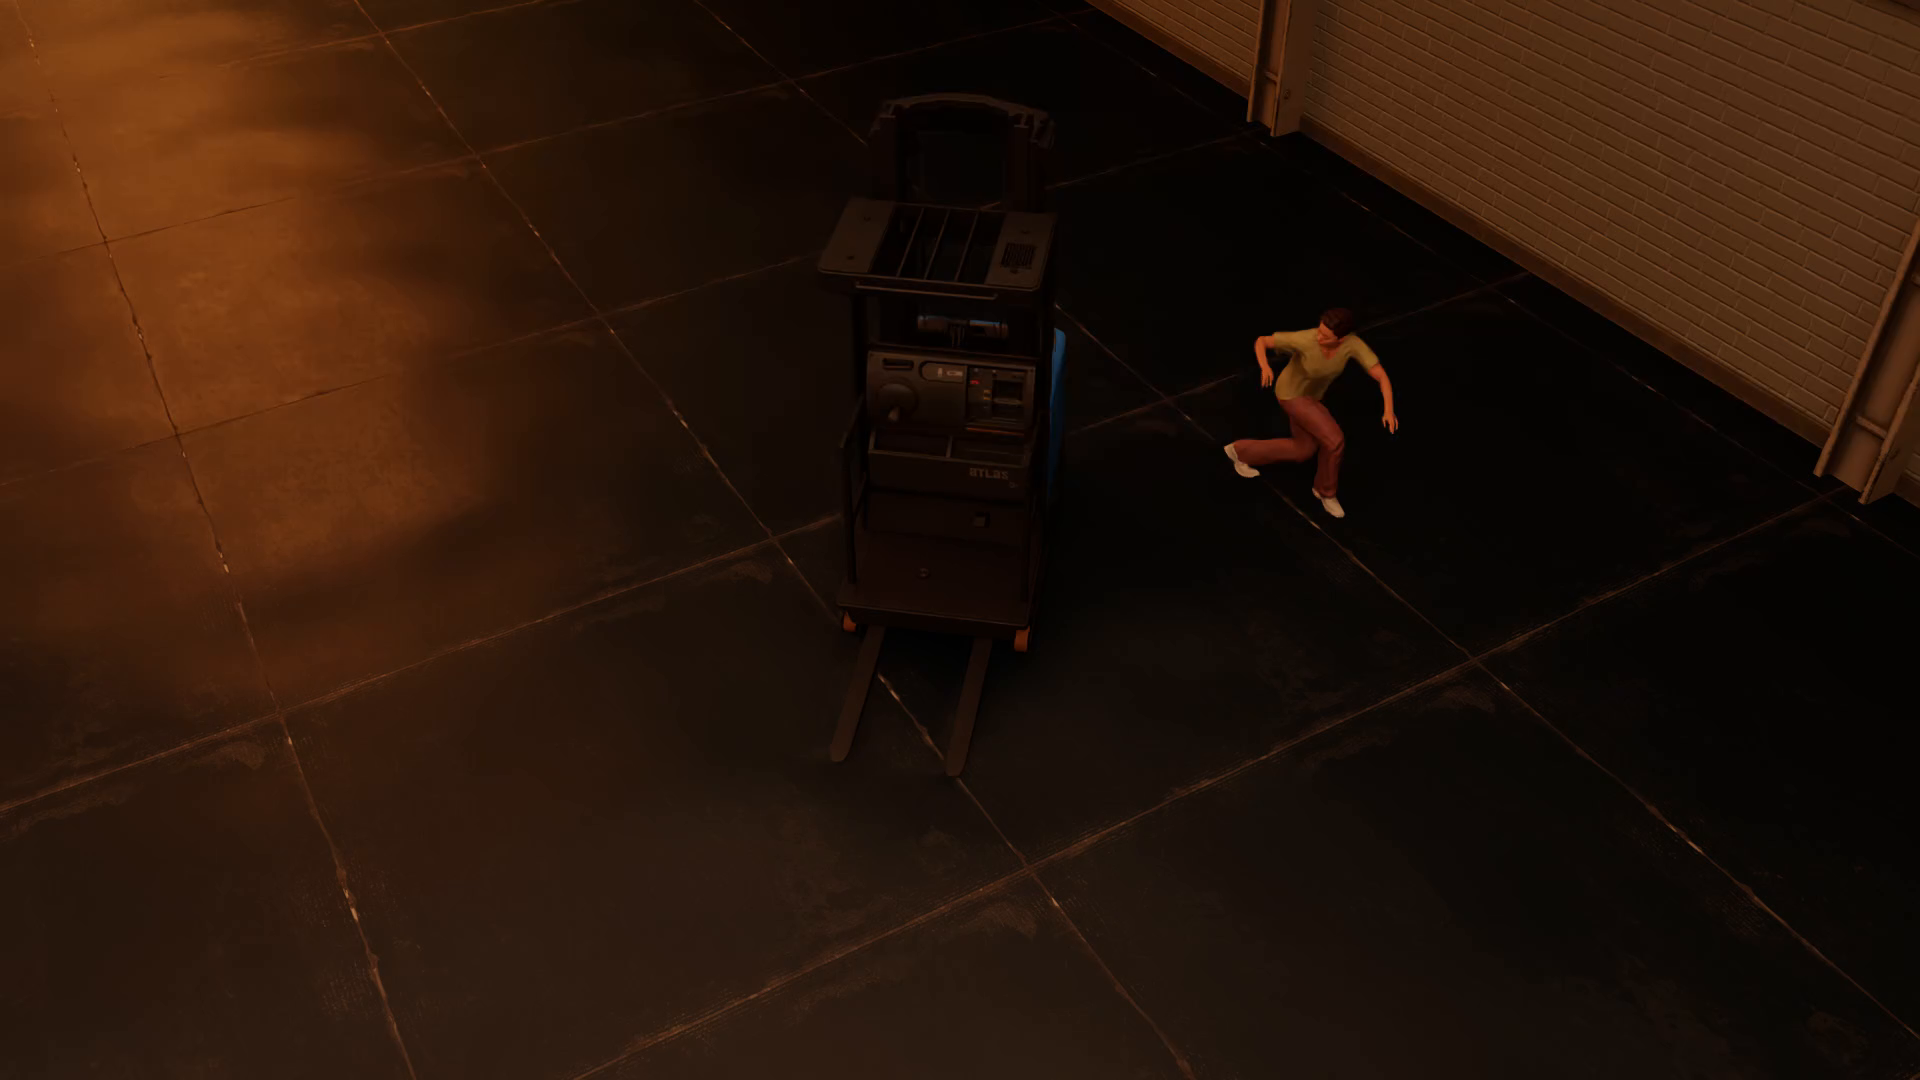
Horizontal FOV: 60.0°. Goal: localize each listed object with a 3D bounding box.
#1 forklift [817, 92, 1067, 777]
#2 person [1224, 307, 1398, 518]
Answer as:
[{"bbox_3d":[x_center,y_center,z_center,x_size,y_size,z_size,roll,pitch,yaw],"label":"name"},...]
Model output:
[{"bbox_3d":[-0.085,-0.733,8.920,1.130,2.935,3.031,6,40,7],"label":"forklift"},{"bbox_3d":[2.133,-0.762,10.160,0.763,1.434,1.063,-23,45,-25],"label":"person"}]
